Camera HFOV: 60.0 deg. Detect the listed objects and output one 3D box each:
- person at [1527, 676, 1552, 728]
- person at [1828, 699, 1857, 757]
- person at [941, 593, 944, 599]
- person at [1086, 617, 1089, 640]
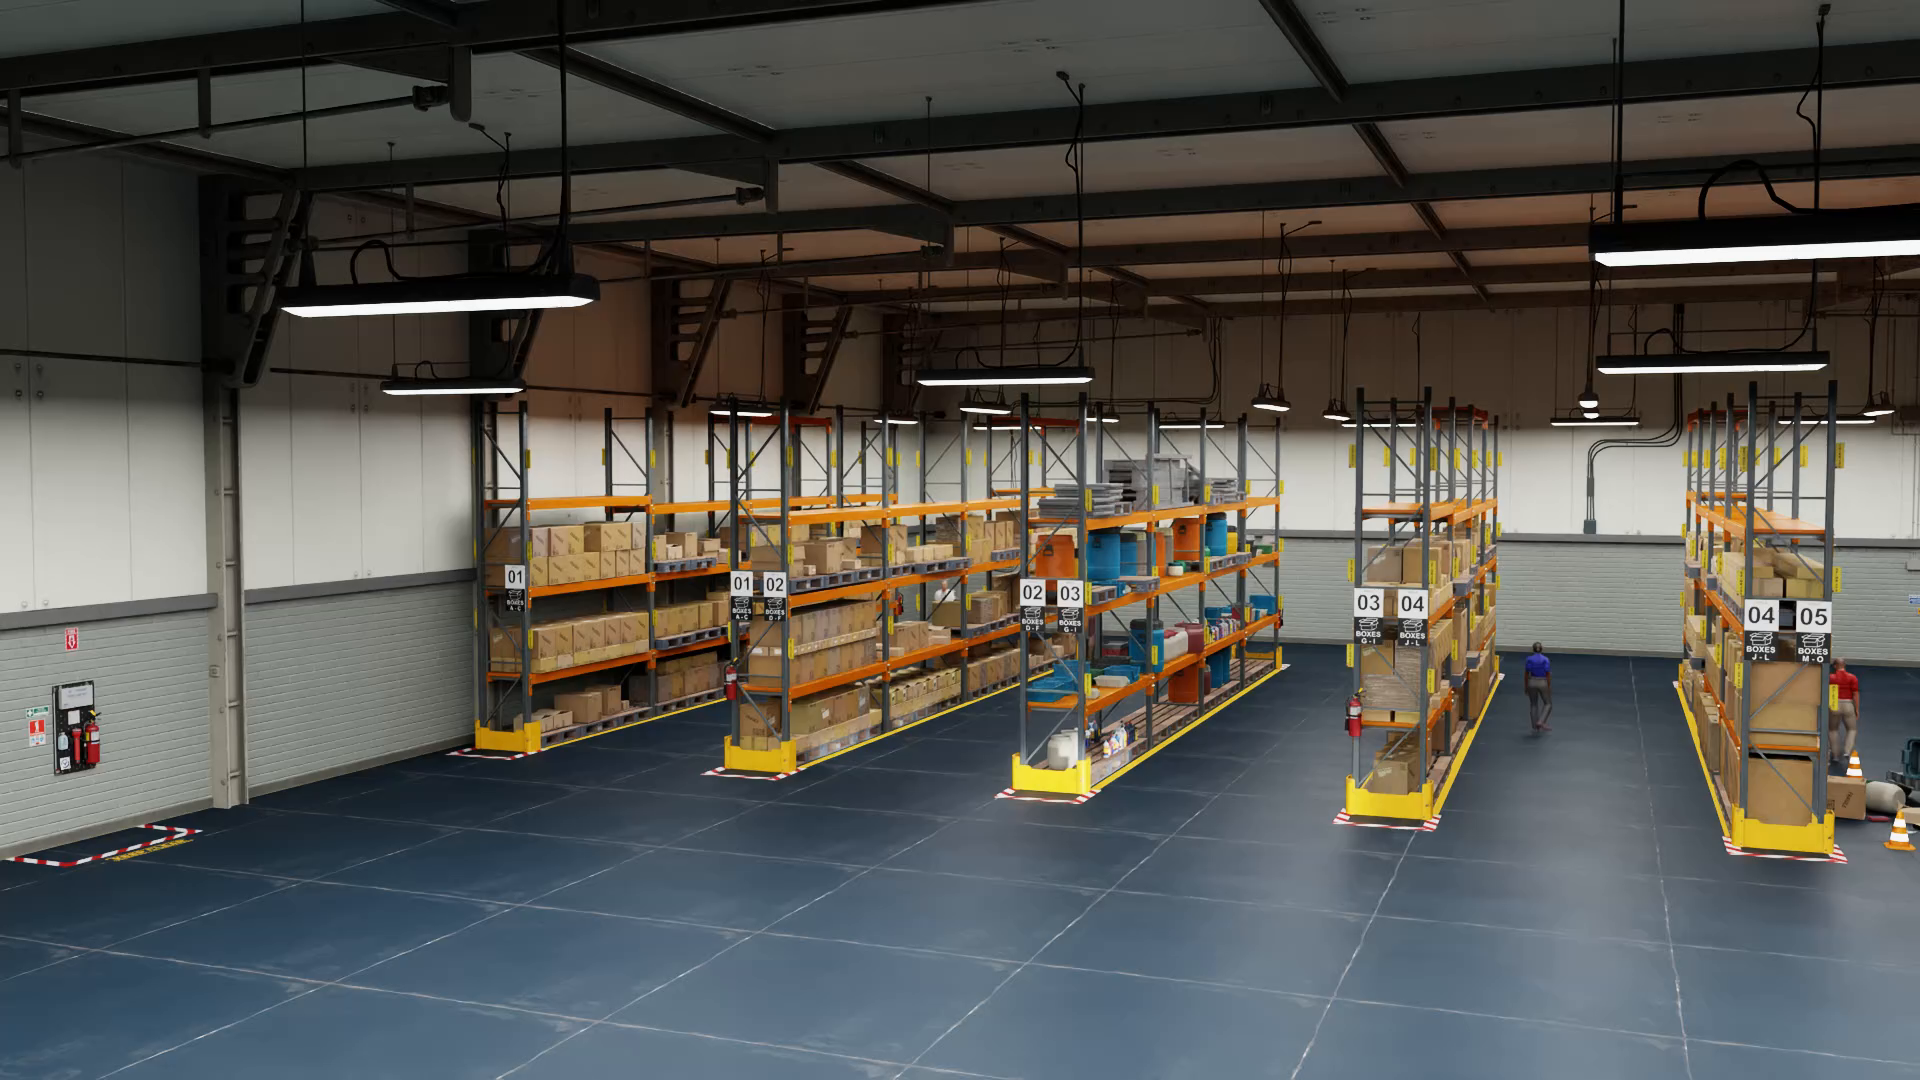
[{"bbox_3d":[10.602,2.985,30.469,0.429,0.950,0.418,2,3,29],"label":"person"},{"bbox_3d":[18.362,2.804,28.683,8.222,1.456,3.135,0,3,0],"label":"person"},{"bbox_3d":[-0.454,1.495,44.453,0.077,0.140,0.091,1,3,16],"label":"person"},{"bbox_3d":[2.935,1.978,38.367,0.555,0.659,0.309,1,3,16],"label":"person"}]
